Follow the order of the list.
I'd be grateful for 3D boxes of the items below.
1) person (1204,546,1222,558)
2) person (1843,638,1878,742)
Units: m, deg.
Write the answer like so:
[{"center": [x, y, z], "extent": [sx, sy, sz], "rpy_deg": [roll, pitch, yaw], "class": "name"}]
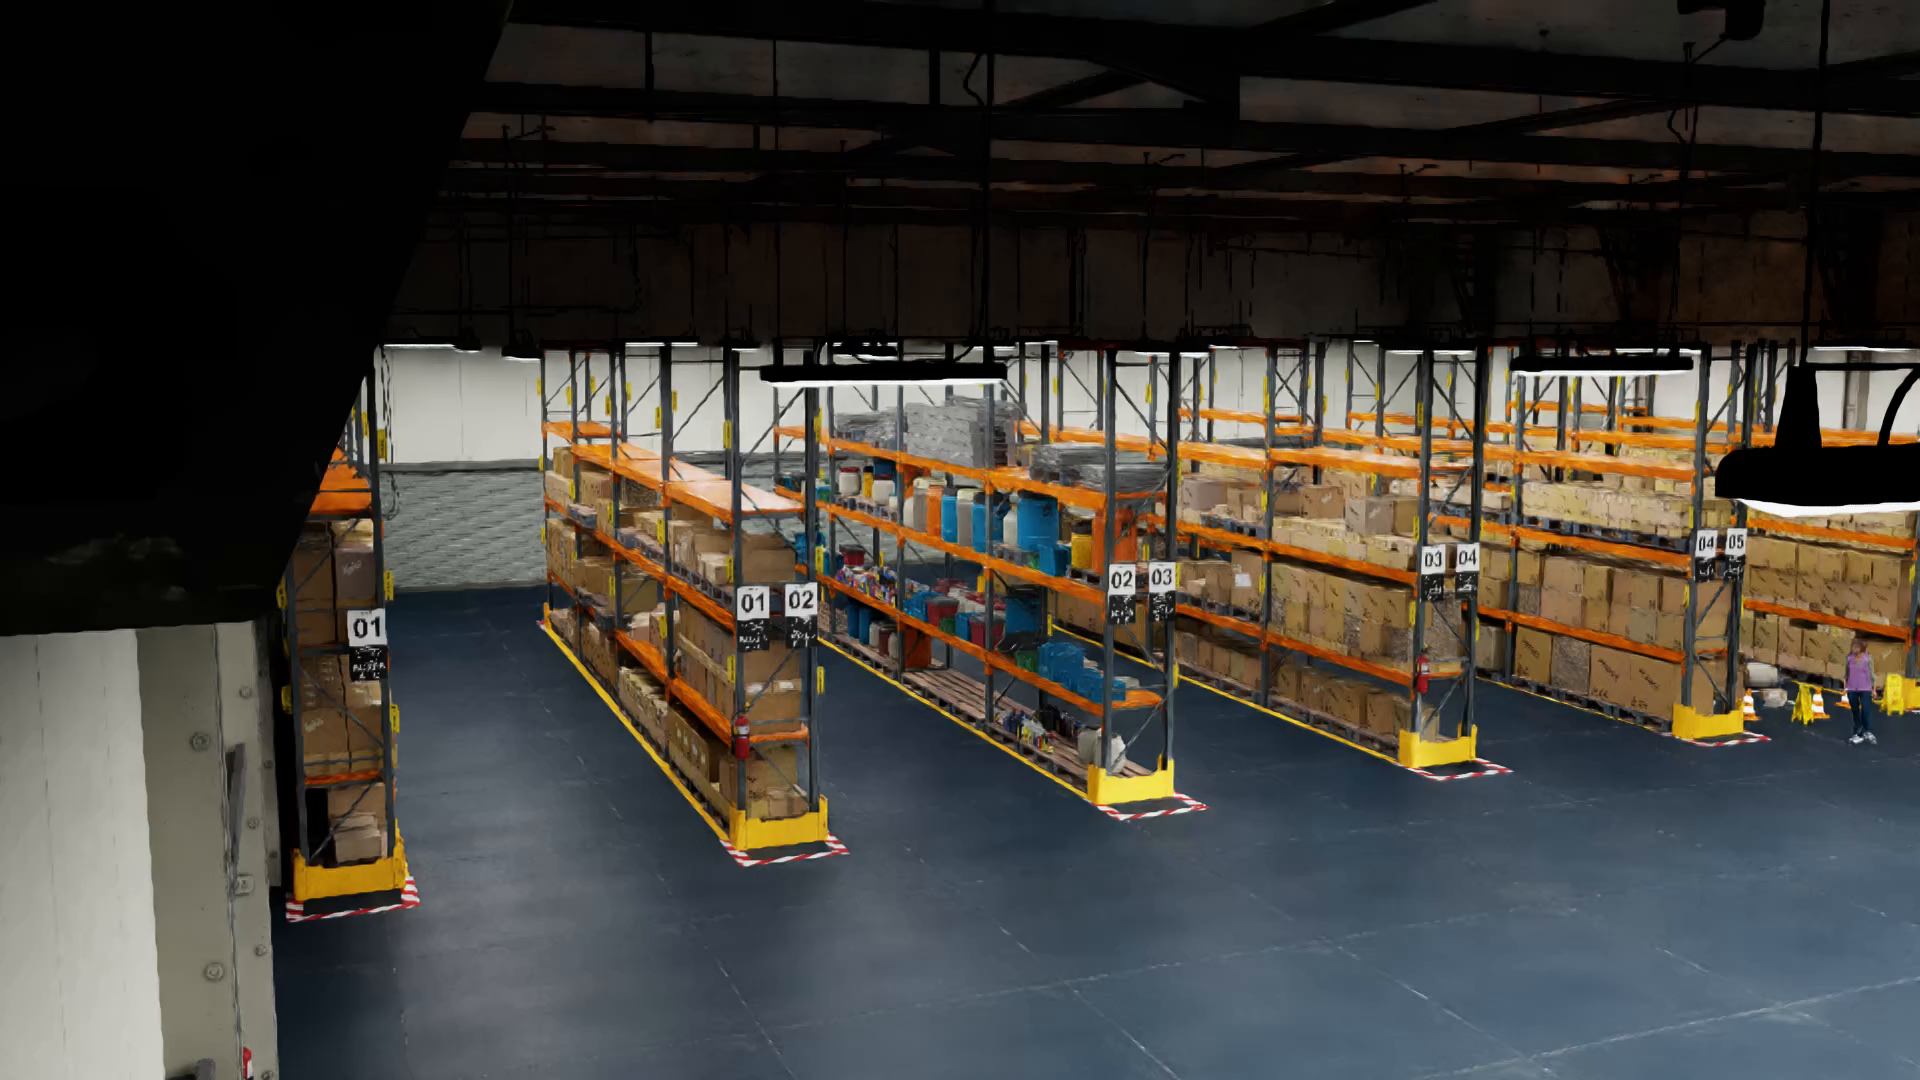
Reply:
[{"center": [6.728, -0.324, 44.553], "extent": [0.599, 1.744, 0.577], "rpy_deg": [2, 8, 14], "class": "person"}, {"center": [13.632, 2.270, 25.154], "extent": [0.521, 1.592, 0.365], "rpy_deg": [7, 10, 42], "class": "person"}]
